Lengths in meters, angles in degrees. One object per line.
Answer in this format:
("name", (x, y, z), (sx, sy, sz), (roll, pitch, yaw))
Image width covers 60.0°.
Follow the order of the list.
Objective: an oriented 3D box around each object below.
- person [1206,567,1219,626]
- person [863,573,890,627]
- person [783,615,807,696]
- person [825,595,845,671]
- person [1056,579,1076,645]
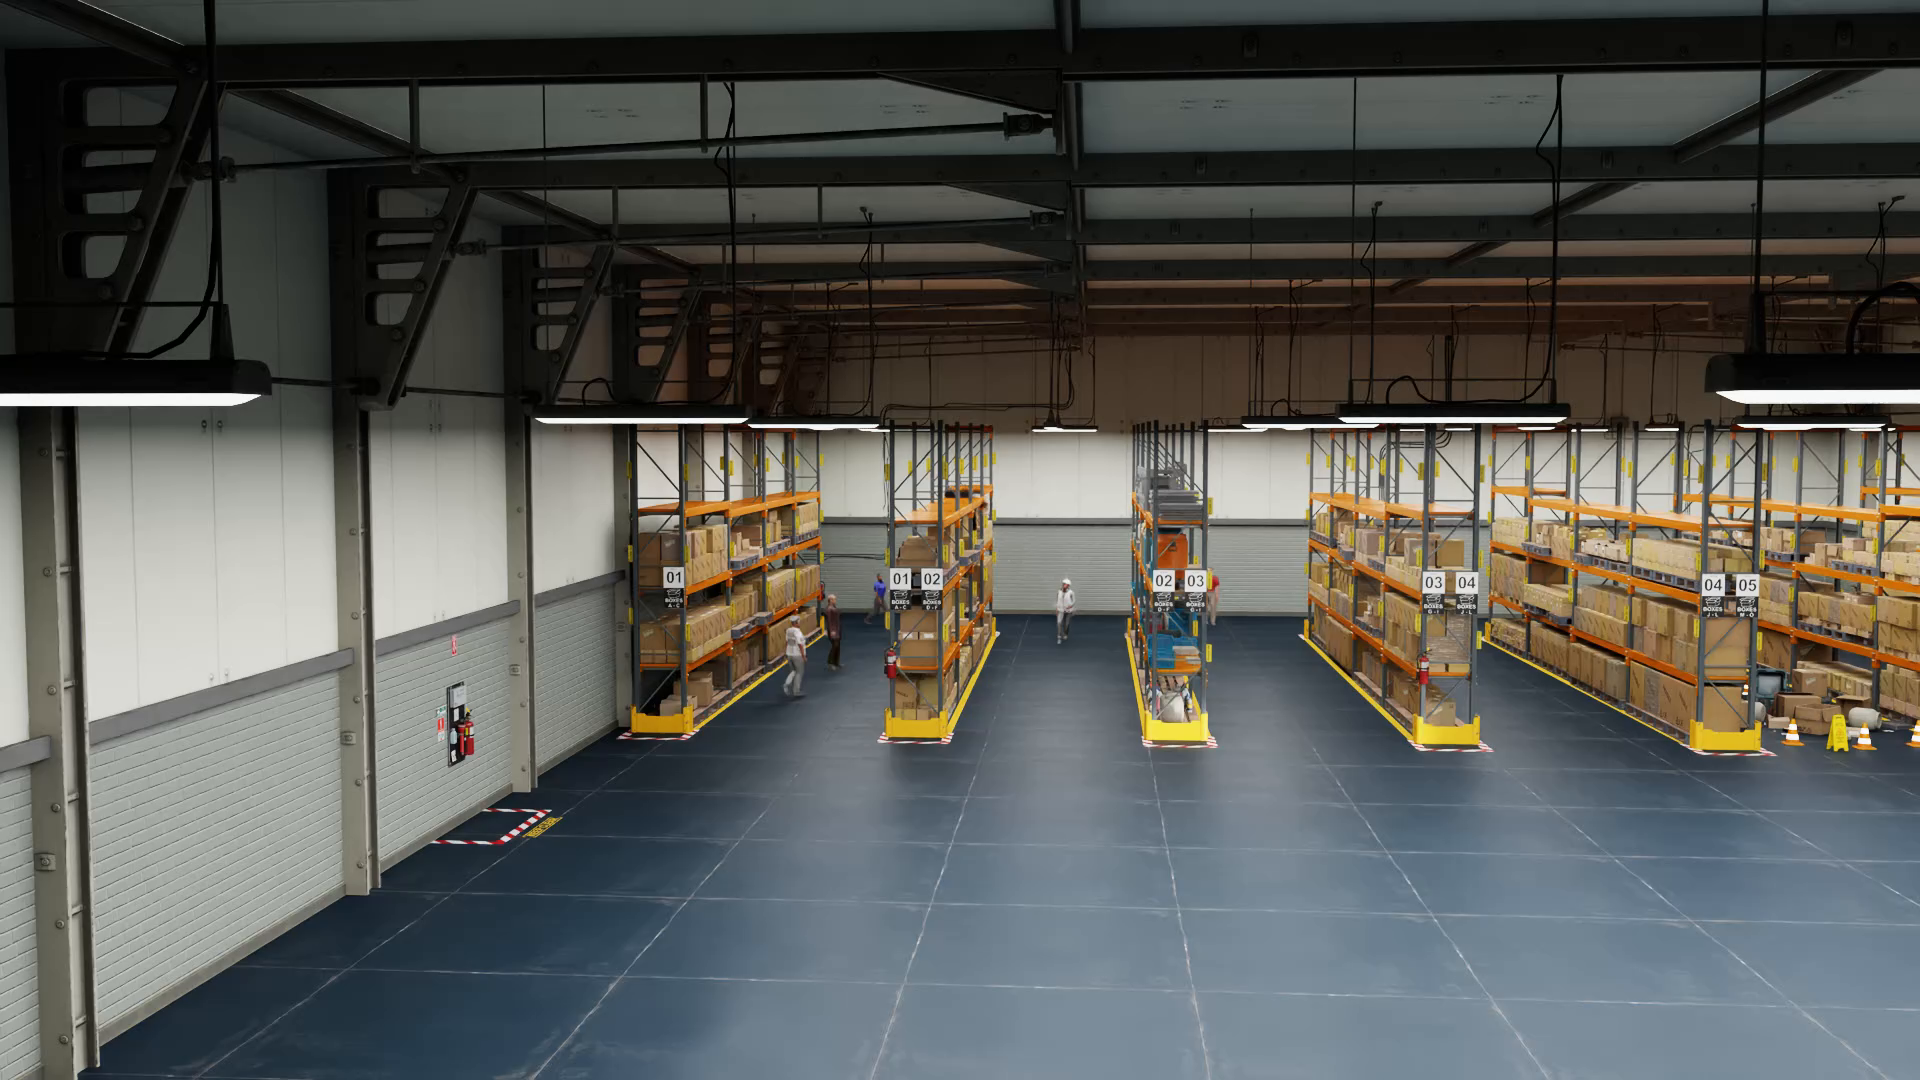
("person", (7.540, 1.703, 50.171), (0.553, 1.739, 0.519), (0, 4, 6))
("person", (-2.433, 1.783, 49.486), (0.908, 1.595, 0.510), (1, 4, 19))
("person", (-3.601, 2.527, 36.346), (0.501, 1.778, 0.550), (-4, 5, -44))
("person", (-3.045, 2.267, 40.700), (0.447, 1.846, 0.640), (1, 4, 19))
("person", (2.888, 1.942, 45.532), (0.564, 1.753, 0.983), (0, 4, 7))
